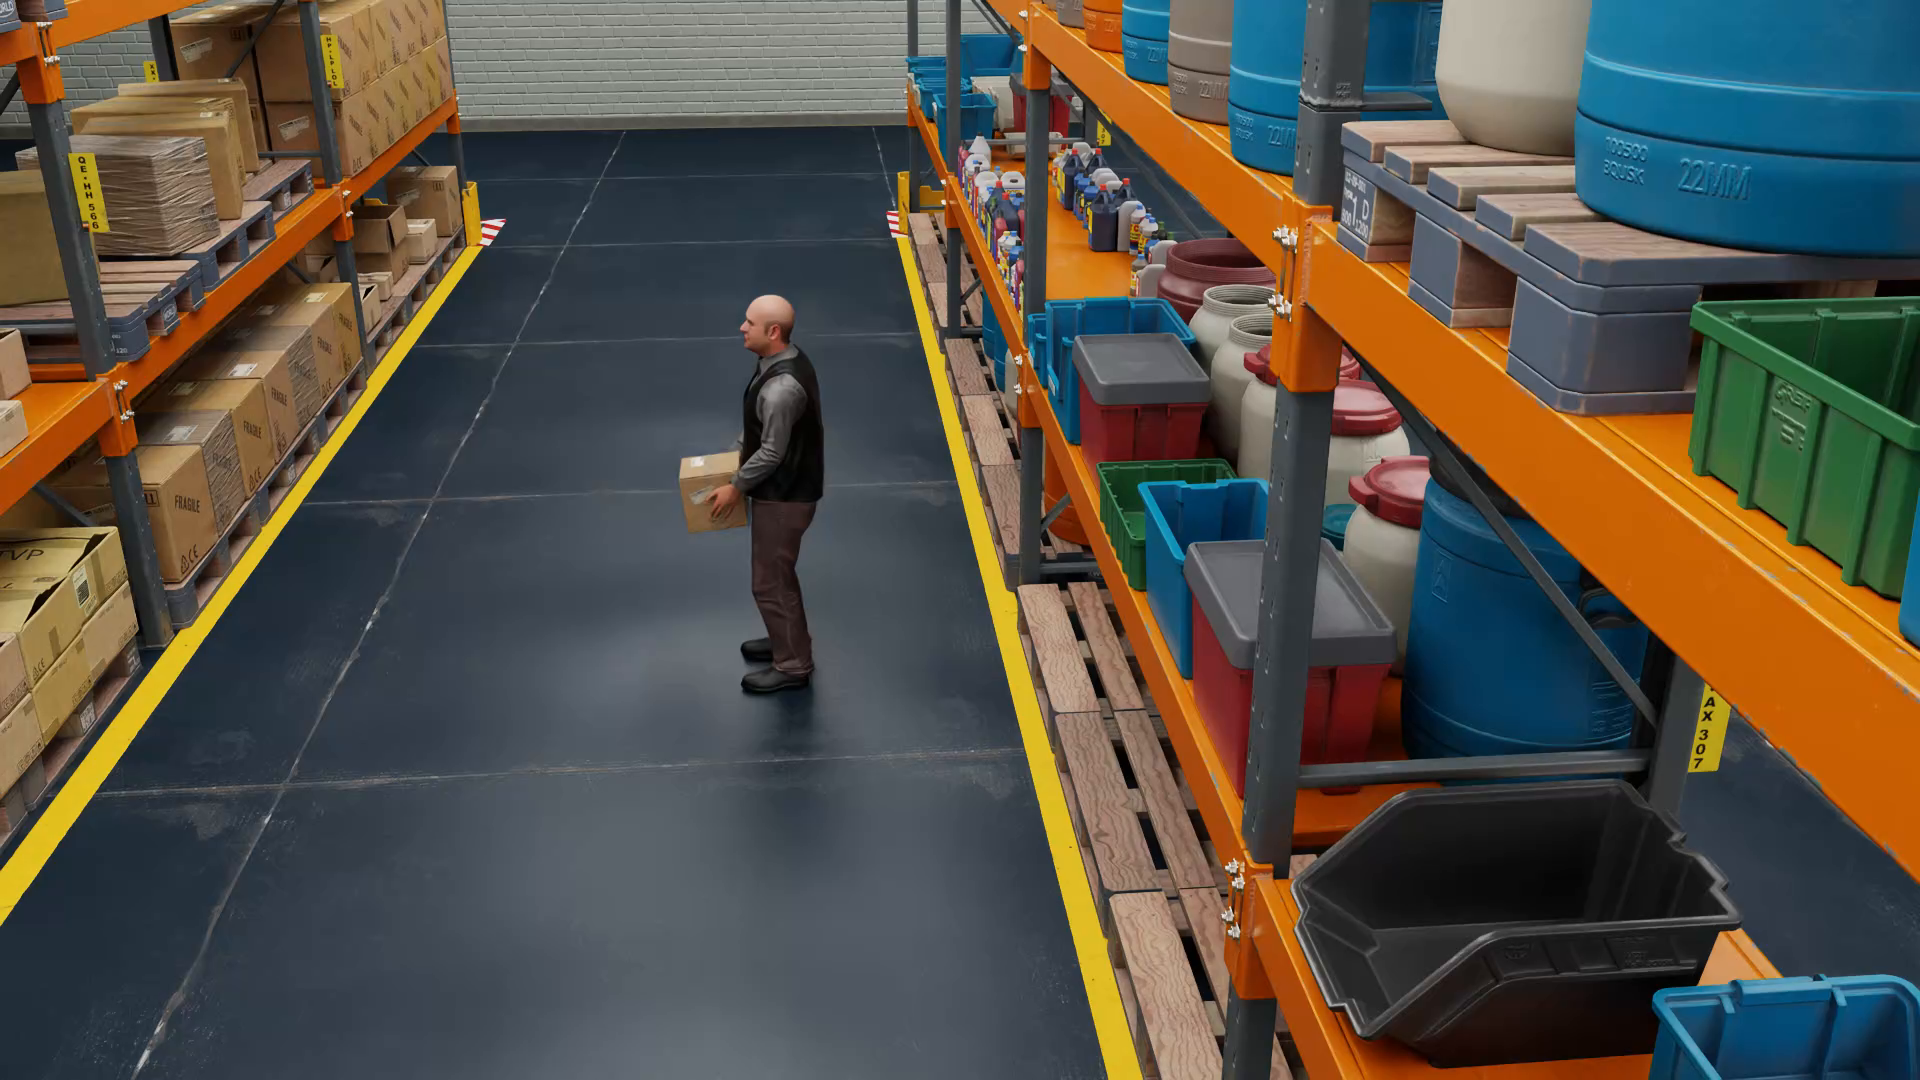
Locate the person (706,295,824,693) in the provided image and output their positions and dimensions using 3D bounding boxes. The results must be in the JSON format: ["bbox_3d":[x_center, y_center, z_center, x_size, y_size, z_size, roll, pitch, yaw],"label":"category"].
[{"bbox_3d":[-0.823,-0.197,7.074,0.504,1.727,0.539,-3,24,-6],"label":"person"}]
